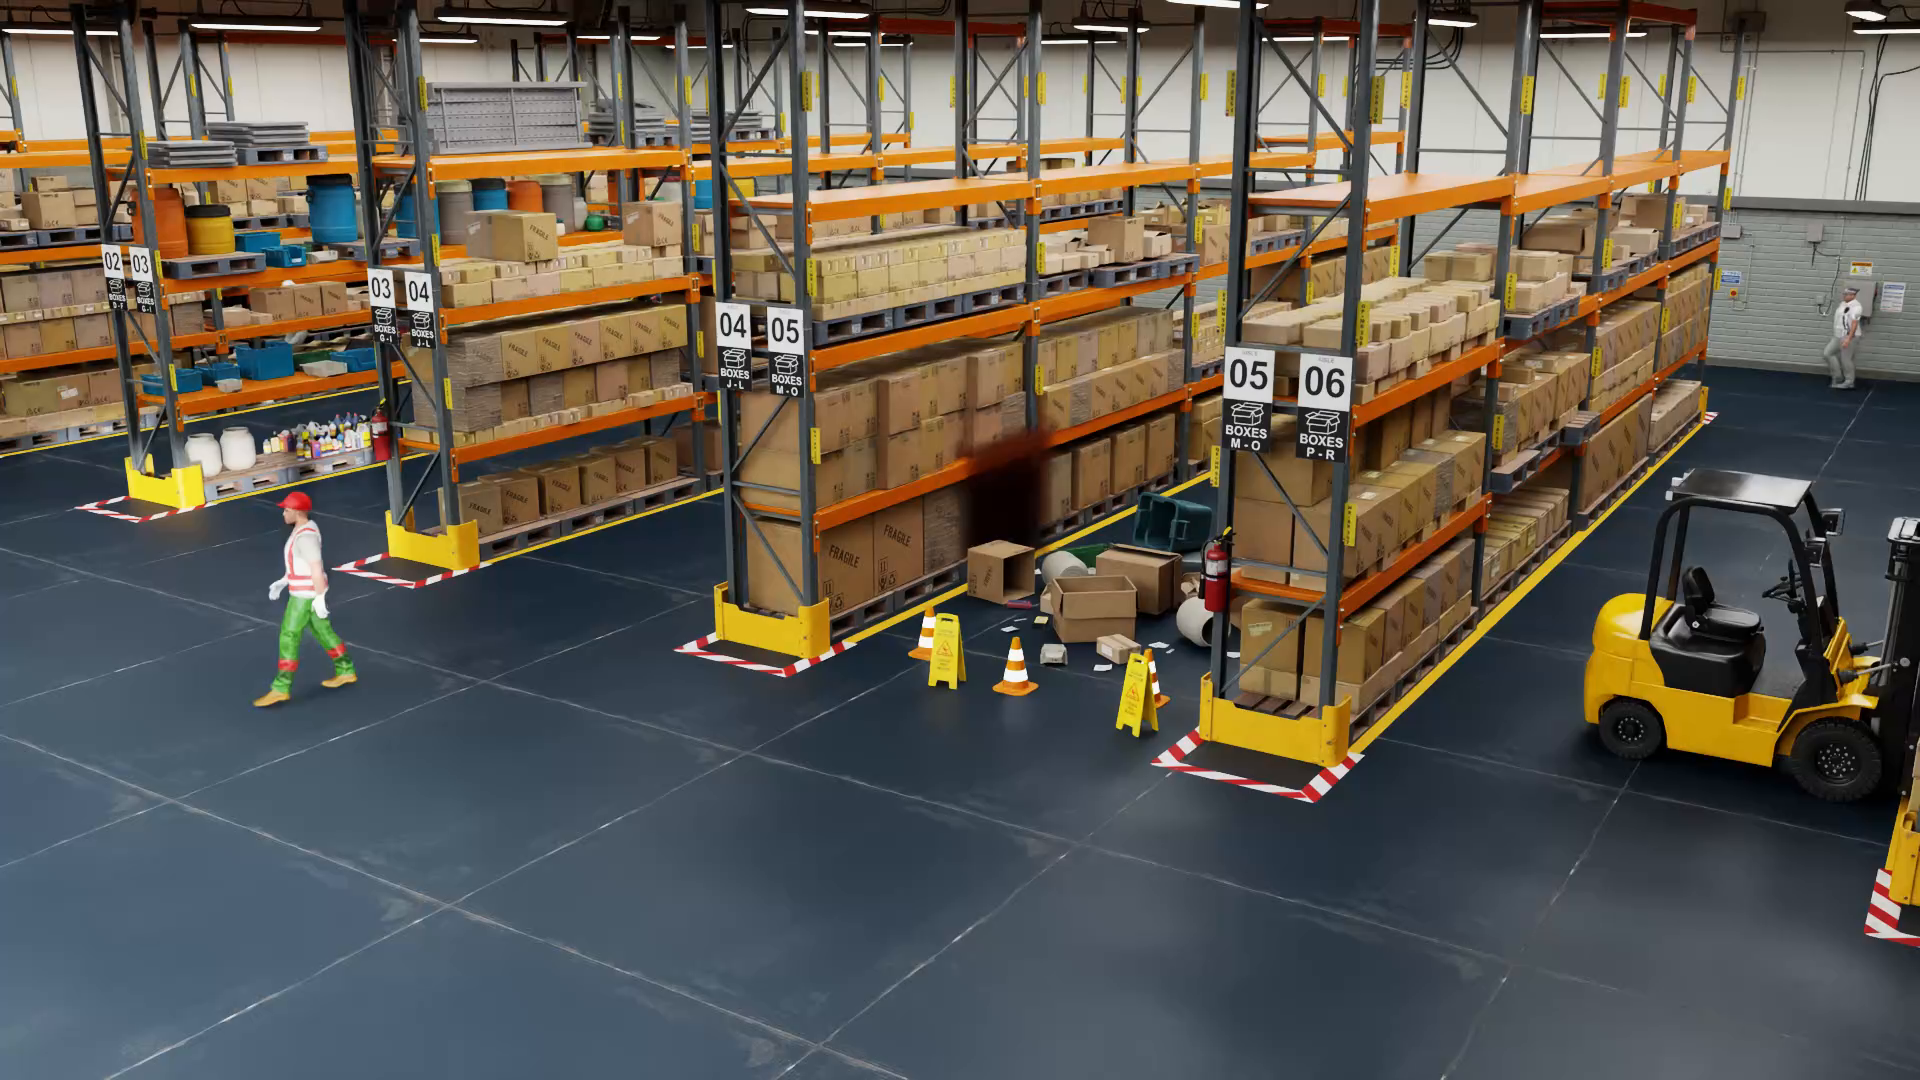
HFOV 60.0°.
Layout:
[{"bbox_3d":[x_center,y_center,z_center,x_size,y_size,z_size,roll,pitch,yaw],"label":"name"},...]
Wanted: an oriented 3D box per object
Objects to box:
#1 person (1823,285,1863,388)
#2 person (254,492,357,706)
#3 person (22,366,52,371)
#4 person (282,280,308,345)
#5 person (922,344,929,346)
[{"bbox_3d":[15.072,-3.436,28.338,0.488,1.817,0.584,2,16,6],"label":"person"},{"bbox_3d":[-5.675,0.464,14.228,0.808,1.759,0.631,-4,16,-15],"label":"person"},{"bbox_3d":[-14.425,-2.810,26.078,0.669,1.762,0.754,5,16,18],"label":"person"},{"bbox_3d":[-12.482,-4.218,31.020,0.504,1.762,0.602,-12,20,-37],"label":"person"},{"bbox_3d":[-0.491,-2.047,23.607,0.435,1.598,0.453,-5,16,-18],"label":"person"}]
